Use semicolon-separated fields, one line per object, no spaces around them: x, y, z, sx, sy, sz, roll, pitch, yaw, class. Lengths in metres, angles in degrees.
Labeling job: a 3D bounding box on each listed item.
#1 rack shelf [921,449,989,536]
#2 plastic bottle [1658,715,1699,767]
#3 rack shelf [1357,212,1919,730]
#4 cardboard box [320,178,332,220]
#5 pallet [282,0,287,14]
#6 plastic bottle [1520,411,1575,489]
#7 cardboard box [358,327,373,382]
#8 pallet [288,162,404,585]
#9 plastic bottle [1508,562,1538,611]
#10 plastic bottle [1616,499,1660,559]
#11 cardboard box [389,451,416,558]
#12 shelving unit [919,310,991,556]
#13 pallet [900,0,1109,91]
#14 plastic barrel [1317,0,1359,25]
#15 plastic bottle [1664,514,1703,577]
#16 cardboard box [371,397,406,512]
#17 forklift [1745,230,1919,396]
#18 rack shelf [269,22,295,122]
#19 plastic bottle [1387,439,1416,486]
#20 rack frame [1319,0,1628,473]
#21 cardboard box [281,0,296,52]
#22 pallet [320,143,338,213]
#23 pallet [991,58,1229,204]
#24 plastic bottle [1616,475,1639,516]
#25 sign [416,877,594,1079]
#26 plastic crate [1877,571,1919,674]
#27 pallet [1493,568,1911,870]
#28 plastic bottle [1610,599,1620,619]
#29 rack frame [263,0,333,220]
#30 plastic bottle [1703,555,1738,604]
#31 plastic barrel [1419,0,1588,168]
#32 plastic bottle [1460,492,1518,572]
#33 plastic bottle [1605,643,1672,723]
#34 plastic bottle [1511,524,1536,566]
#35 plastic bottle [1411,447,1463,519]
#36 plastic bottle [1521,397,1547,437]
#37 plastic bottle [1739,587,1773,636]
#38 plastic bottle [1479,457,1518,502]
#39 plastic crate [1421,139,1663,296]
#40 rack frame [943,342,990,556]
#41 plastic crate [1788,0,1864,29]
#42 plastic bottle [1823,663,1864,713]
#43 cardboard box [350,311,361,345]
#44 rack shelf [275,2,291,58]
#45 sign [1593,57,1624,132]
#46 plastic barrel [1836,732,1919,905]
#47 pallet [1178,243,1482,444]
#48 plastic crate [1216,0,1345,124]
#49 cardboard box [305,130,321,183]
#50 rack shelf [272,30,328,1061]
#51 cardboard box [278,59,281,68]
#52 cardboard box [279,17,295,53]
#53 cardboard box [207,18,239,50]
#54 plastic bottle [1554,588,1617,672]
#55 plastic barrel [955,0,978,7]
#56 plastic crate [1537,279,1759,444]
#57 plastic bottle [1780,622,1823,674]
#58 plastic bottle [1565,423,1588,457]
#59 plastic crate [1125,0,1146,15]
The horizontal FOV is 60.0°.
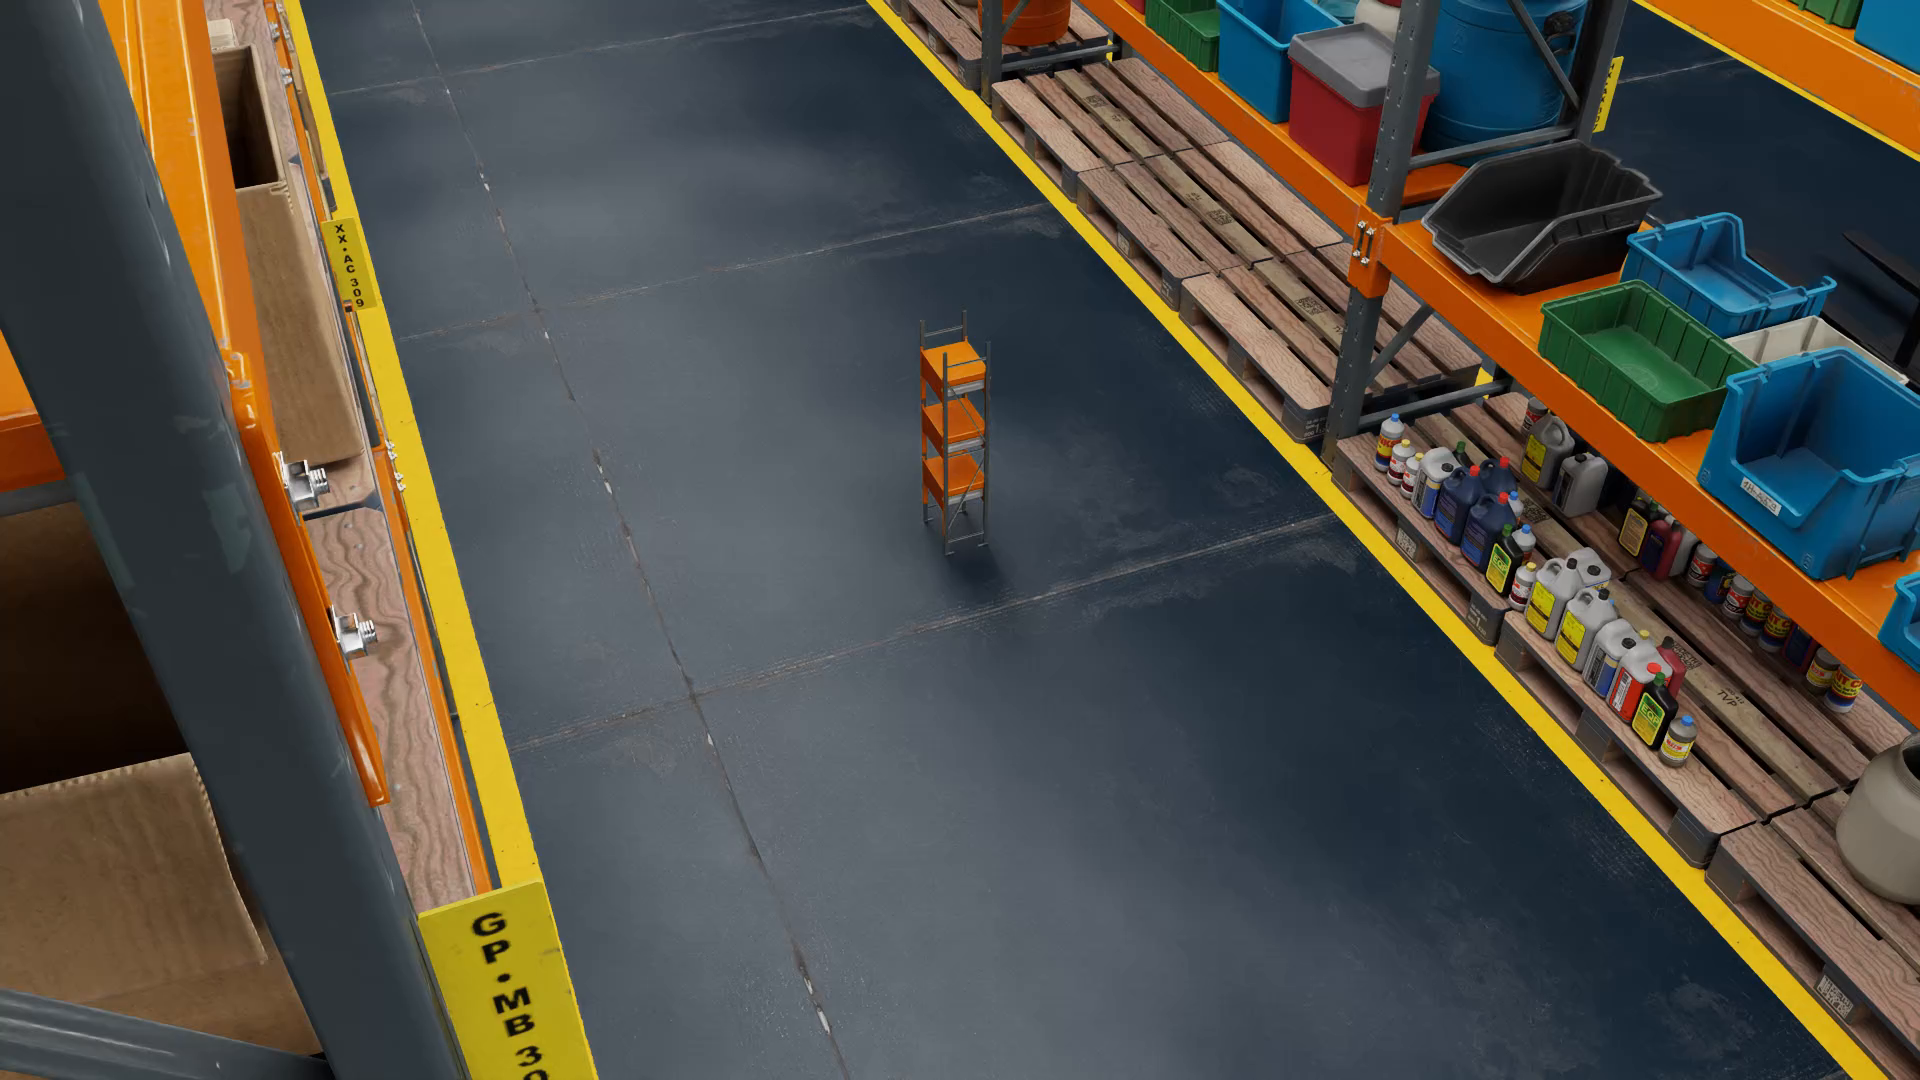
-0.020;-0.212;7.133;0.215;0.259;0.240;-15;43;-17;rack shelf
2.569;0.708;5.935;0.097;0.201;0.097;0;41;0;plastic bottle
2.912;-0.122;5.643;1.077;0.370;4.000;-15;43;-17;rack shelf
-3.535;-1.636;8.639;0.500;0.250;0.500;-14;43;-16;cardboard box
-5.146;-3.647;11.329;1.003;0.211;1.213;-15;43;-17;pallet
2.526;-0.410;7.120;0.144;0.351;0.185;-15;43;-17;plastic bottle
-2.946;-0.714;7.566;0.500;0.250;0.500;-14;43;-16;cardboard box
-1.618;-0.228;2.982;1.003;0.211;1.213;-15;43;-17;pallet
2.231;0.175;6.555;0.097;0.201;0.097;0;41;0;plastic bottle
2.771;-0.069;6.775;0.061;0.283;0.133;-15;43;-17;plastic bottle
-2.551;-0.096;6.847;0.500;0.250;0.500;-14;43;-16;cardboard box
-0.020;-0.430;6.945;0.215;1.050;0.252;-15;43;-17;shelving unit
0.276;-3.416;11.061;1.003;0.211;1.213;-15;43;-17;pallet
1.782;-2.382;7.826;0.301;0.262;0.301;0;41;0;plastic barrel
2.915;-0.008;6.711;0.152;0.276;0.135;-14;43;-16;plastic bottle
-2.546;-0.309;6.666;0.500;0.311;0.500;-16;43;-17;cardboard box
4.871;-1.579;6.839;1.130;2.935;3.031;-12;42;-13;forklift
-3.197;-2.435;6.032;1.077;0.370;4.000;-15;43;-17;rack shelf
1.902;-0.343;7.157;0.097;0.201;0.097;0;41;0;plastic bottle
2.146;-1.599;6.809;1.000;3.000;0.127;-15;43;-17;rack frame
-4.469;-3.270;10.332;0.500;0.500;0.500;-17;43;-18;cardboard box
-4.213;-2.177;9.620;1.003;0.211;1.213;-15;43;-17;pallet
0.876;-2.475;9.967;1.003;0.211;1.213;-15;43;-17;pallet
2.833;-0.217;6.947;0.061;0.283;0.133;-12;42;-14;plastic bottle
-0.386;0.410;1.441;0.100;0.325;0.005;-15;43;-17;sign
2.966;0.247;4.776;0.499;0.251;0.408;-15;43;-17;plastic crate
2.835;0.609;6.380;1.003;0.211;1.213;-15;43;-17;pallet
2.473;0.310;6.398;0.097;0.201;0.097;0;41;0;plastic bottle
-3.962;-2.775;8.177;1.000;3.000;0.127;-15;43;-17;rack frame
3.024;0.119;6.566;0.097;0.271;0.097;0;41;0;plastic bottle
2.278;-2.098;7.004;0.600;0.901;0.708;-15;43;-17;plastic barrel
2.144;-0.058;6.711;0.144;0.351;0.185;-17;43;-19;plastic bottle
2.498;0.521;6.096;0.152;0.276;0.135;-15;43;-17;plastic bottle
2.235;0.051;6.645;0.097;0.271;0.097;0;41;0;plastic bottle
2.012;-0.244;6.985;0.152;0.276;0.135;-14;43;-15;plastic bottle
2.573;-0.564;7.414;0.097;0.201;0.097;0;41;0;plastic bottle
3.102;0.241;6.424;0.097;0.271;0.097;0;41;0;plastic bottle
2.205;-0.208;6.885;0.144;0.351;0.185;-15;43;-17;plastic bottle
2.229;-1.229;6.426;0.767;0.338;0.504;-15;43;-17;plastic crate
0.026;-0.357;6.860;0.200;1.050;0.008;-15;43;-17;rack frame
2.499;-1.638;4.716;0.336;0.188;0.450;-15;43;-17;plastic crate
3.271;0.508;6.114;0.097;0.271;0.097;0;41;0;plastic bottle
-2.949;-0.932;7.390;0.500;0.311;0.500;-14;43;-16;cardboard box
-4.727;-3.707;9.812;1.077;0.370;4.000;-15;43;-17;rack shelf
2.659;-1.835;6.871;0.100;0.325;0.005;-15;43;-17;sign
3.163;0.915;5.471;0.421;0.512;0.421;0;41;0;plastic barrel
1.810;-1.005;8.257;1.003;0.211;1.213;-15;43;-17;pallet
1.437;-2.180;7.497;0.392;0.384;0.575;-15;43;-17;plastic crate
-3.534;-1.851;8.458;0.500;0.311;0.500;-14;43;-16;cardboard box
-1.666;-0.026;3.230;1.077;0.370;4.000;-15;43;-17;rack shelf
-3.363;-2.207;7.709;0.380;0.149;0.250;-15;43;-17;cardboard box
-4.078;-2.654;9.615;0.500;0.500;0.500;-17;43;-18;cardboard box
-1.717;-0.962;3.530;0.380;0.149;0.250;-15;43;-17;cardboard box
2.378;0.310;6.283;0.144;0.351;0.185;-13;42;-15;plastic bottle
0.114;-3.833;10.993;0.421;0.512;0.421;0;41;0;plastic barrel
2.405;-0.631;5.845;0.450;0.188;0.662;-15;43;-17;plastic crate
3.201;0.363;6.274;0.061;0.283;0.133;-14;43;-16;plastic bottle
2.659;-0.446;7.162;0.144;0.351;0.185;-16;43;-18;plastic bottle
0.951;-2.983;8.370;0.402;0.464;0.583;-15;43;-17;plastic crate
